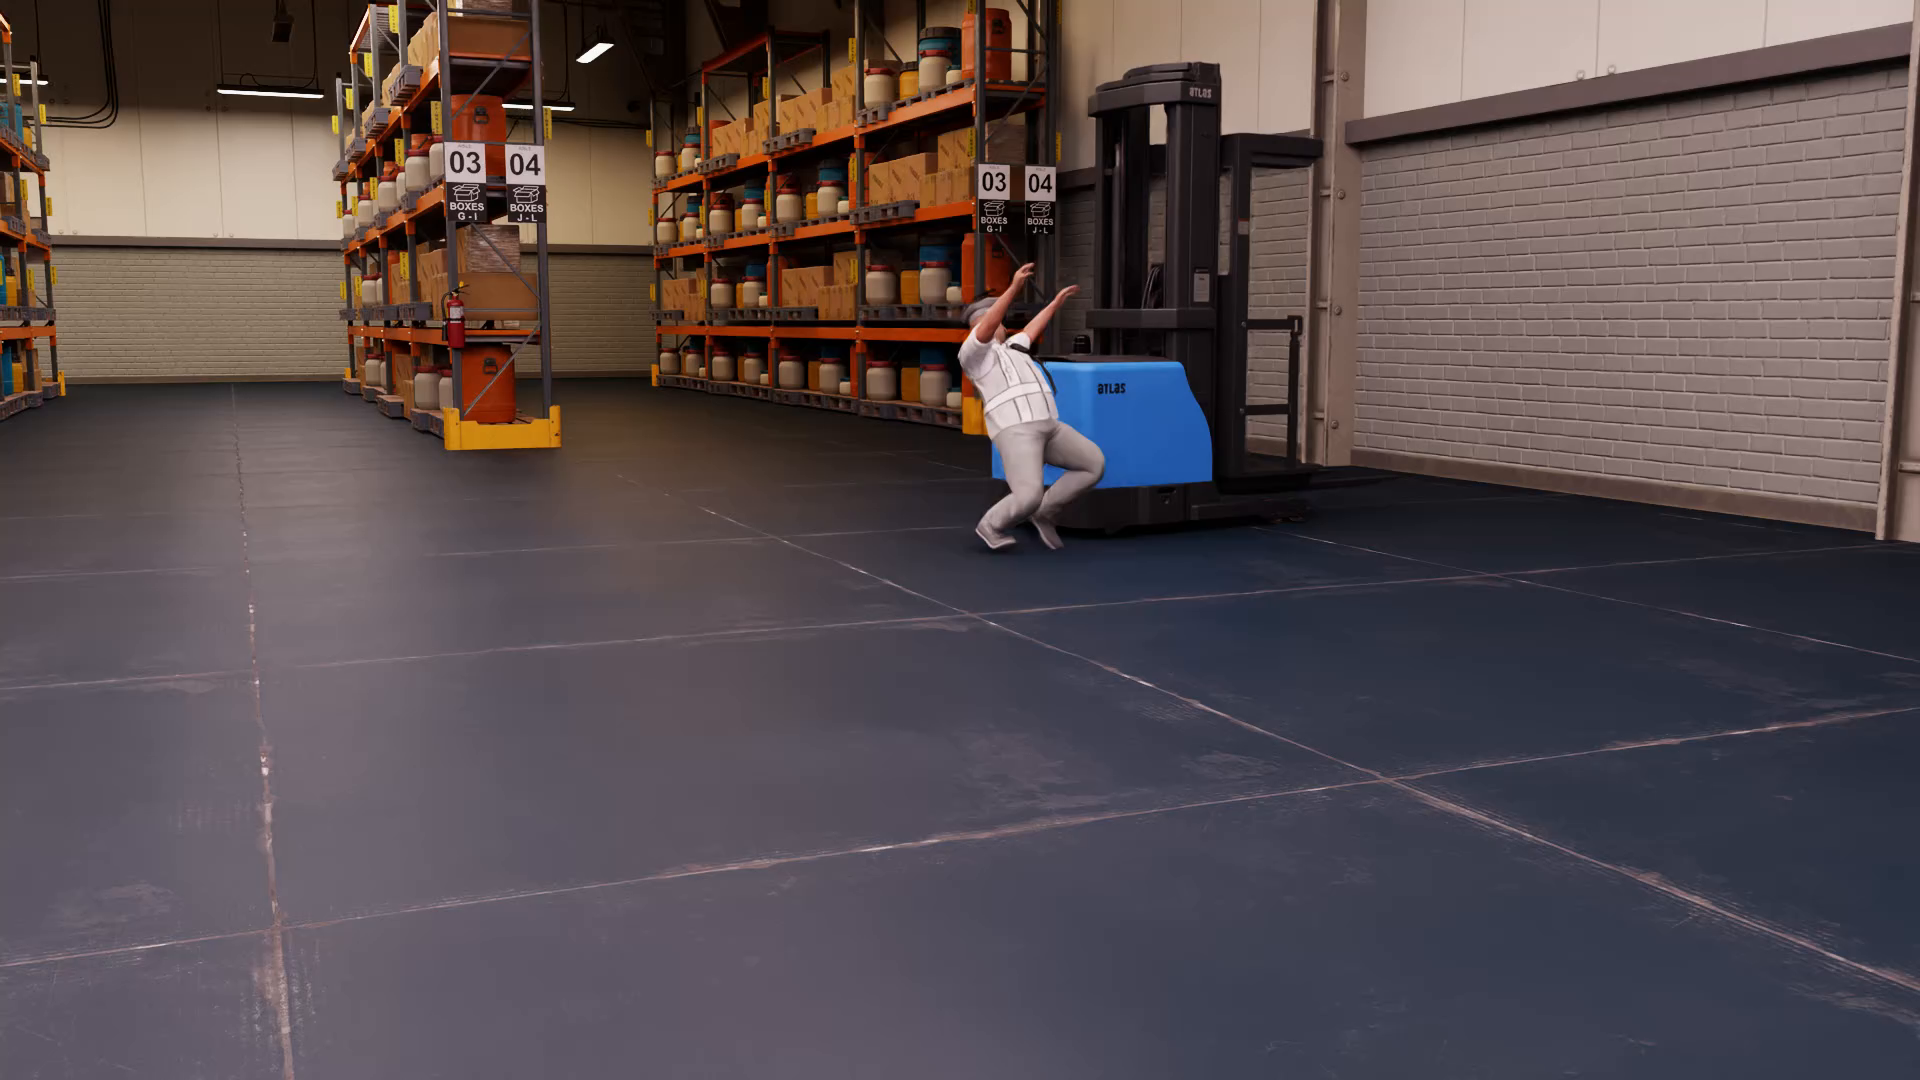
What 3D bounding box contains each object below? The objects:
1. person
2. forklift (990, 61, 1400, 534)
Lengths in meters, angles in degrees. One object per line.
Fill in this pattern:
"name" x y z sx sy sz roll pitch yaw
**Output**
"person" 0.422 -0.755 9.724 0.845 1.684 1.048 5 9 36
"forklift" 1.705 -1.610 11.155 3.031 2.935 1.130 -5 9 -33
